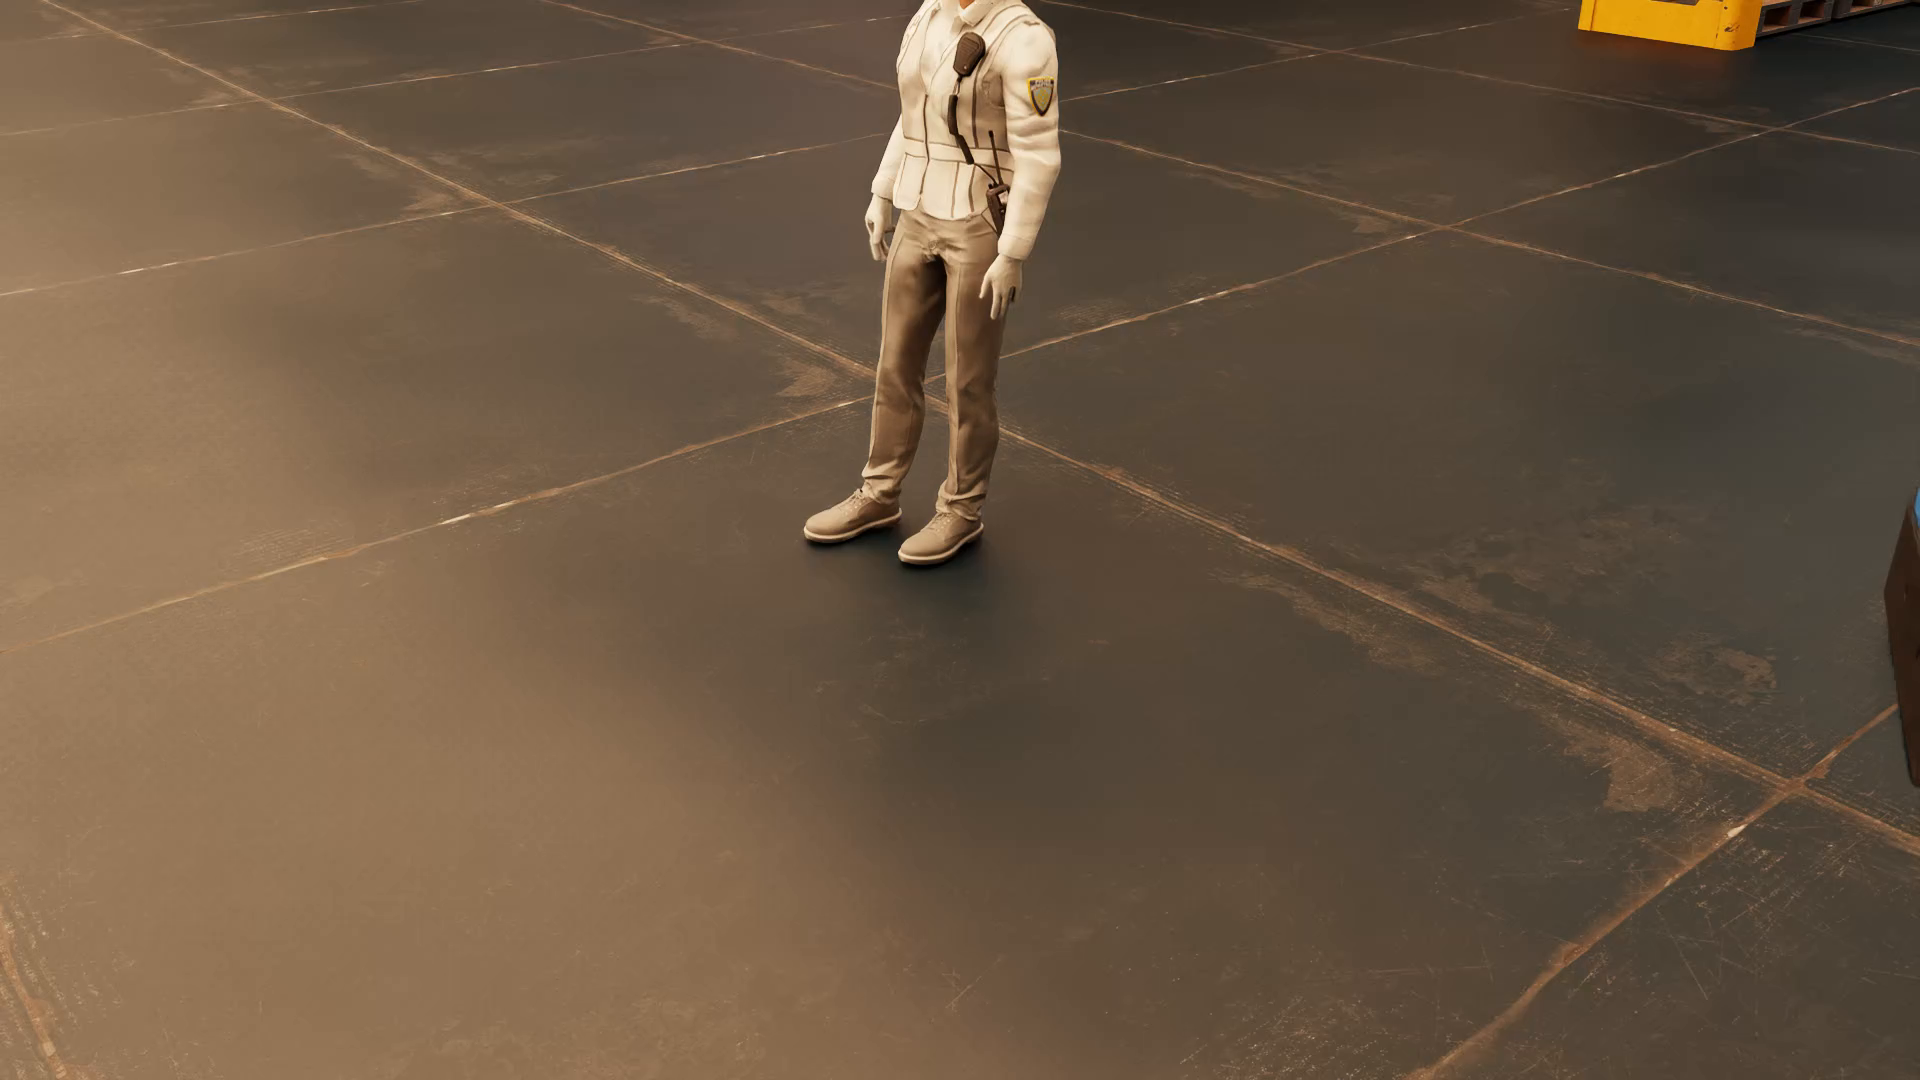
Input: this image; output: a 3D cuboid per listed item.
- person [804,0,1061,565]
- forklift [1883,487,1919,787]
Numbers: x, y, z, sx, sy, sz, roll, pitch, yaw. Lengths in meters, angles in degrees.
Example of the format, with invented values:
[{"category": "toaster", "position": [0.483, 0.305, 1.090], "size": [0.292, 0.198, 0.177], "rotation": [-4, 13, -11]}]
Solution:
[{"category": "person", "position": [-0.057, -0.749, 4.087], "size": [0.532, 1.694, 0.586], "rotation": [-20, 33, -35]}, {"category": "forklift", "position": [3.491, -0.681, 2.575], "size": [3.031, 2.935, 1.130], "rotation": [11, 28, 20]}]
